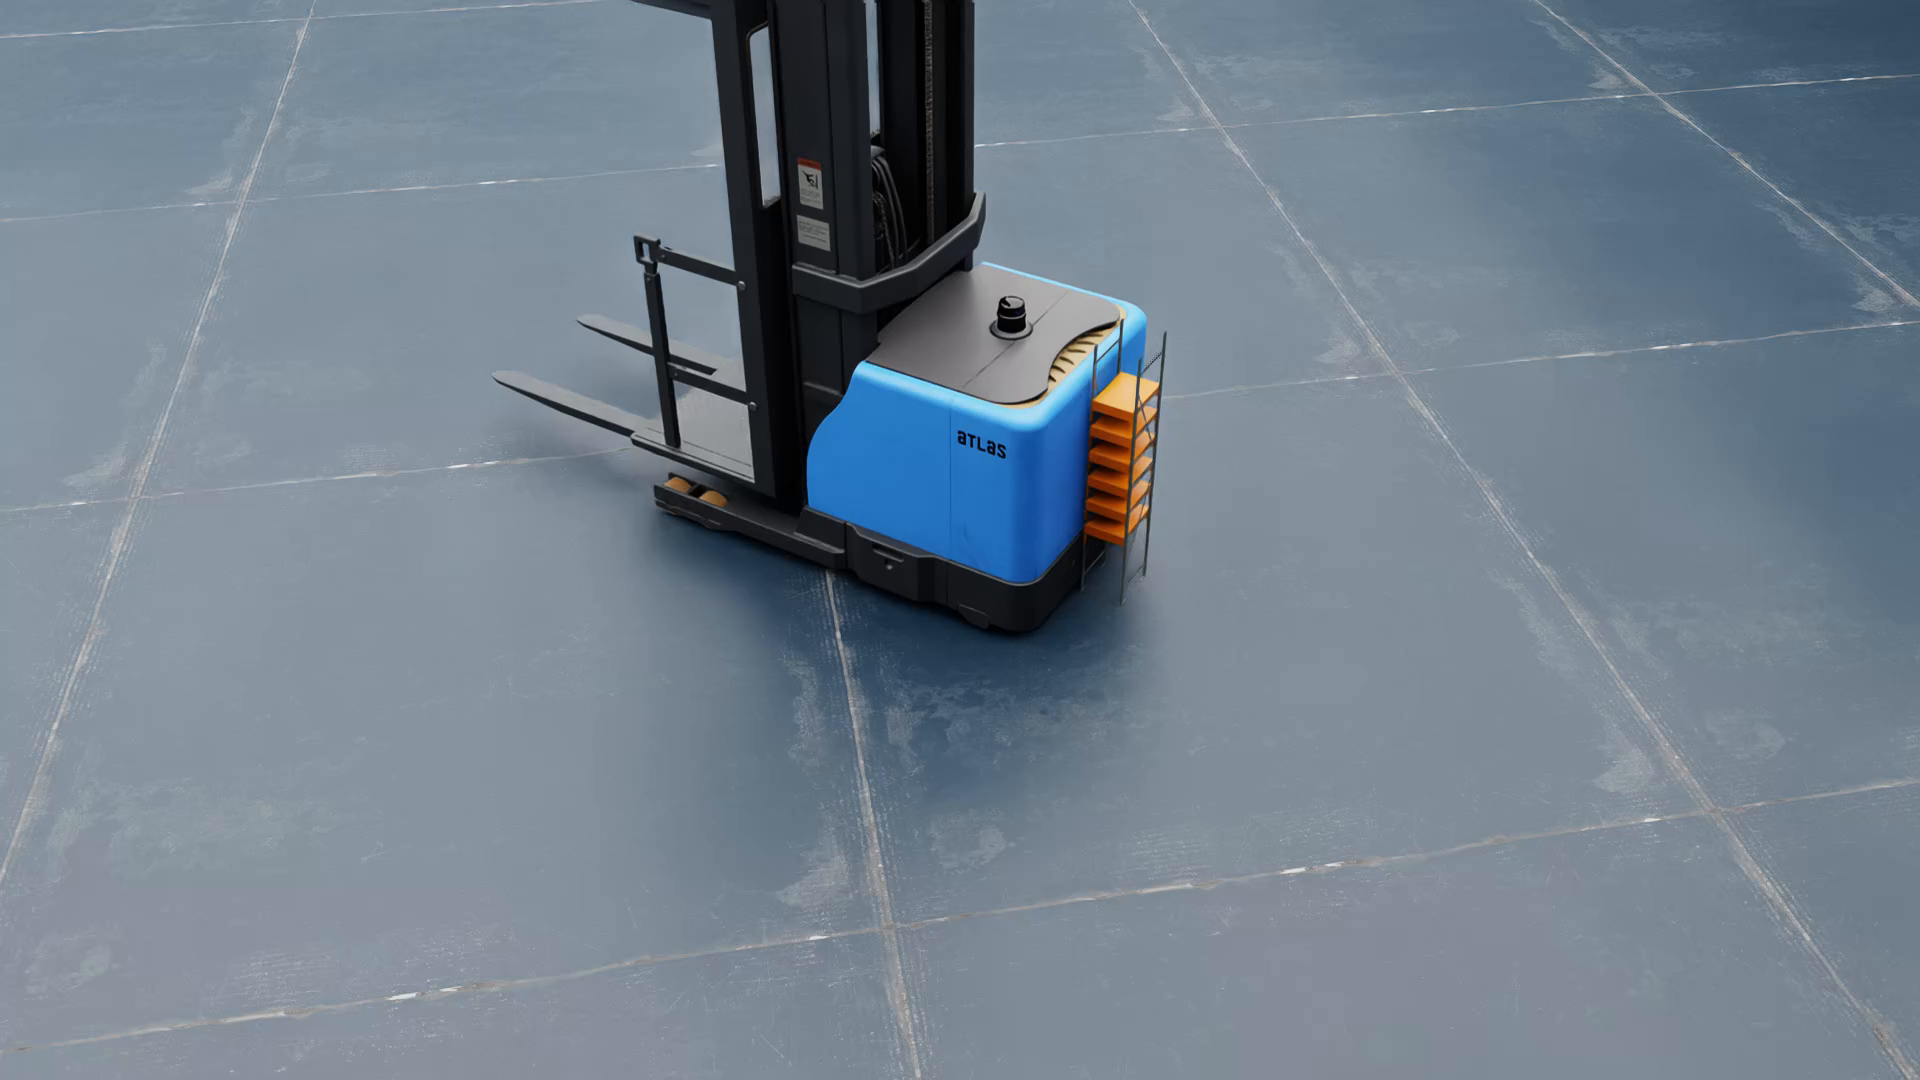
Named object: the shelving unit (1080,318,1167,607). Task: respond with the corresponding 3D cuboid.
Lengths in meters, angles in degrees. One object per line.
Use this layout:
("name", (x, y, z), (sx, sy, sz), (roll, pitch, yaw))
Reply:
("shelving unit", (0.645, -0.288, 6.642), (0.189, 1.200, 0.258), (20, 42, 24))

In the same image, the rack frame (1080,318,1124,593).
("rack frame", (0.566, -0.316, 6.679), (0.006, 1.200, 0.240), (20, 42, 24))

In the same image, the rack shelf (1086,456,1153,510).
("rack shelf", (0.645, -0.253, 6.669), (0.180, 0.103, 0.258), (20, 42, 24))

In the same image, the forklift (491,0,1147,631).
("forklift", (-0.758, -1.462, 6.742), (3.031, 2.935, 1.130), (20, 42, 24))

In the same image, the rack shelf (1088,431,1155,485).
("rack shelf", (0.645, -0.347, 6.596), (0.180, 0.103, 0.258), (20, 42, 24))

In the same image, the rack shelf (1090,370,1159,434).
("rack shelf", (0.645, -0.537, 6.449), (0.180, 0.103, 0.258), (20, 42, 24))

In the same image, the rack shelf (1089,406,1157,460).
("rack shelf", (0.645, -0.442, 6.522), (0.180, 0.103, 0.258), (20, 42, 24))

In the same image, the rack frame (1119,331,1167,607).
("rack frame", (0.724, -0.259, 6.605), (0.006, 1.200, 0.240), (20, 42, 24))

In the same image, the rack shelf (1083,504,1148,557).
("rack shelf", (0.645, -0.063, 6.817), (0.180, 0.103, 0.258), (20, 42, 24))

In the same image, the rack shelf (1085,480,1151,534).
("rack shelf", (0.645, -0.158, 6.743), (0.180, 0.103, 0.258), (20, 42, 24))
